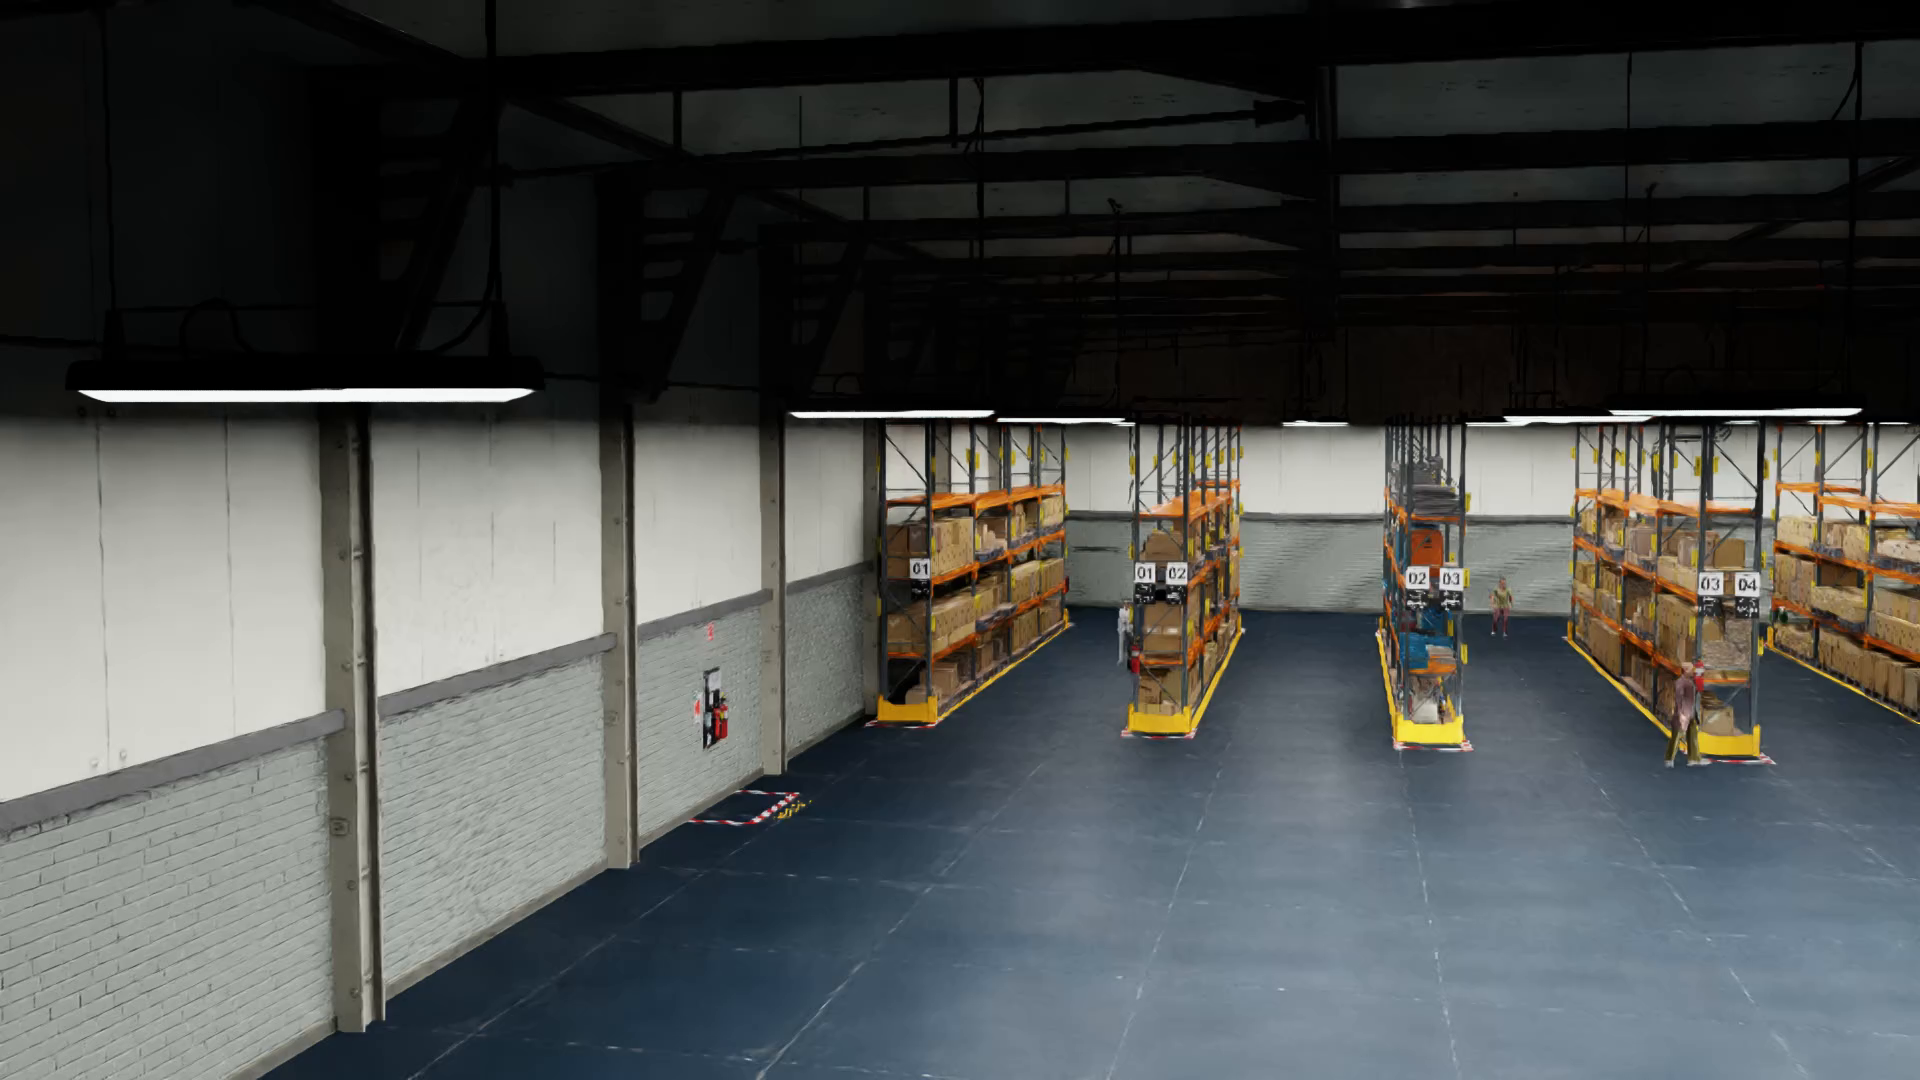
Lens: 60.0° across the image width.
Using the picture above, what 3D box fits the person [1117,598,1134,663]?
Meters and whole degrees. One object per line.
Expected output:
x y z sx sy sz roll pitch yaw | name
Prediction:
4.064 2.176 40.397 0.488 1.590 1.079 1 4 11 | person

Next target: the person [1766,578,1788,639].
22.029 1.819 44.721 0.617 1.785 0.569 -2 4 -23 | person

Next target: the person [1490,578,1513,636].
14.875 1.832 45.691 0.598 1.619 0.507 1 4 11 | person

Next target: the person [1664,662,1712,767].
12.246 2.923 28.033 0.771 1.770 0.577 -3 5 -40 | person
